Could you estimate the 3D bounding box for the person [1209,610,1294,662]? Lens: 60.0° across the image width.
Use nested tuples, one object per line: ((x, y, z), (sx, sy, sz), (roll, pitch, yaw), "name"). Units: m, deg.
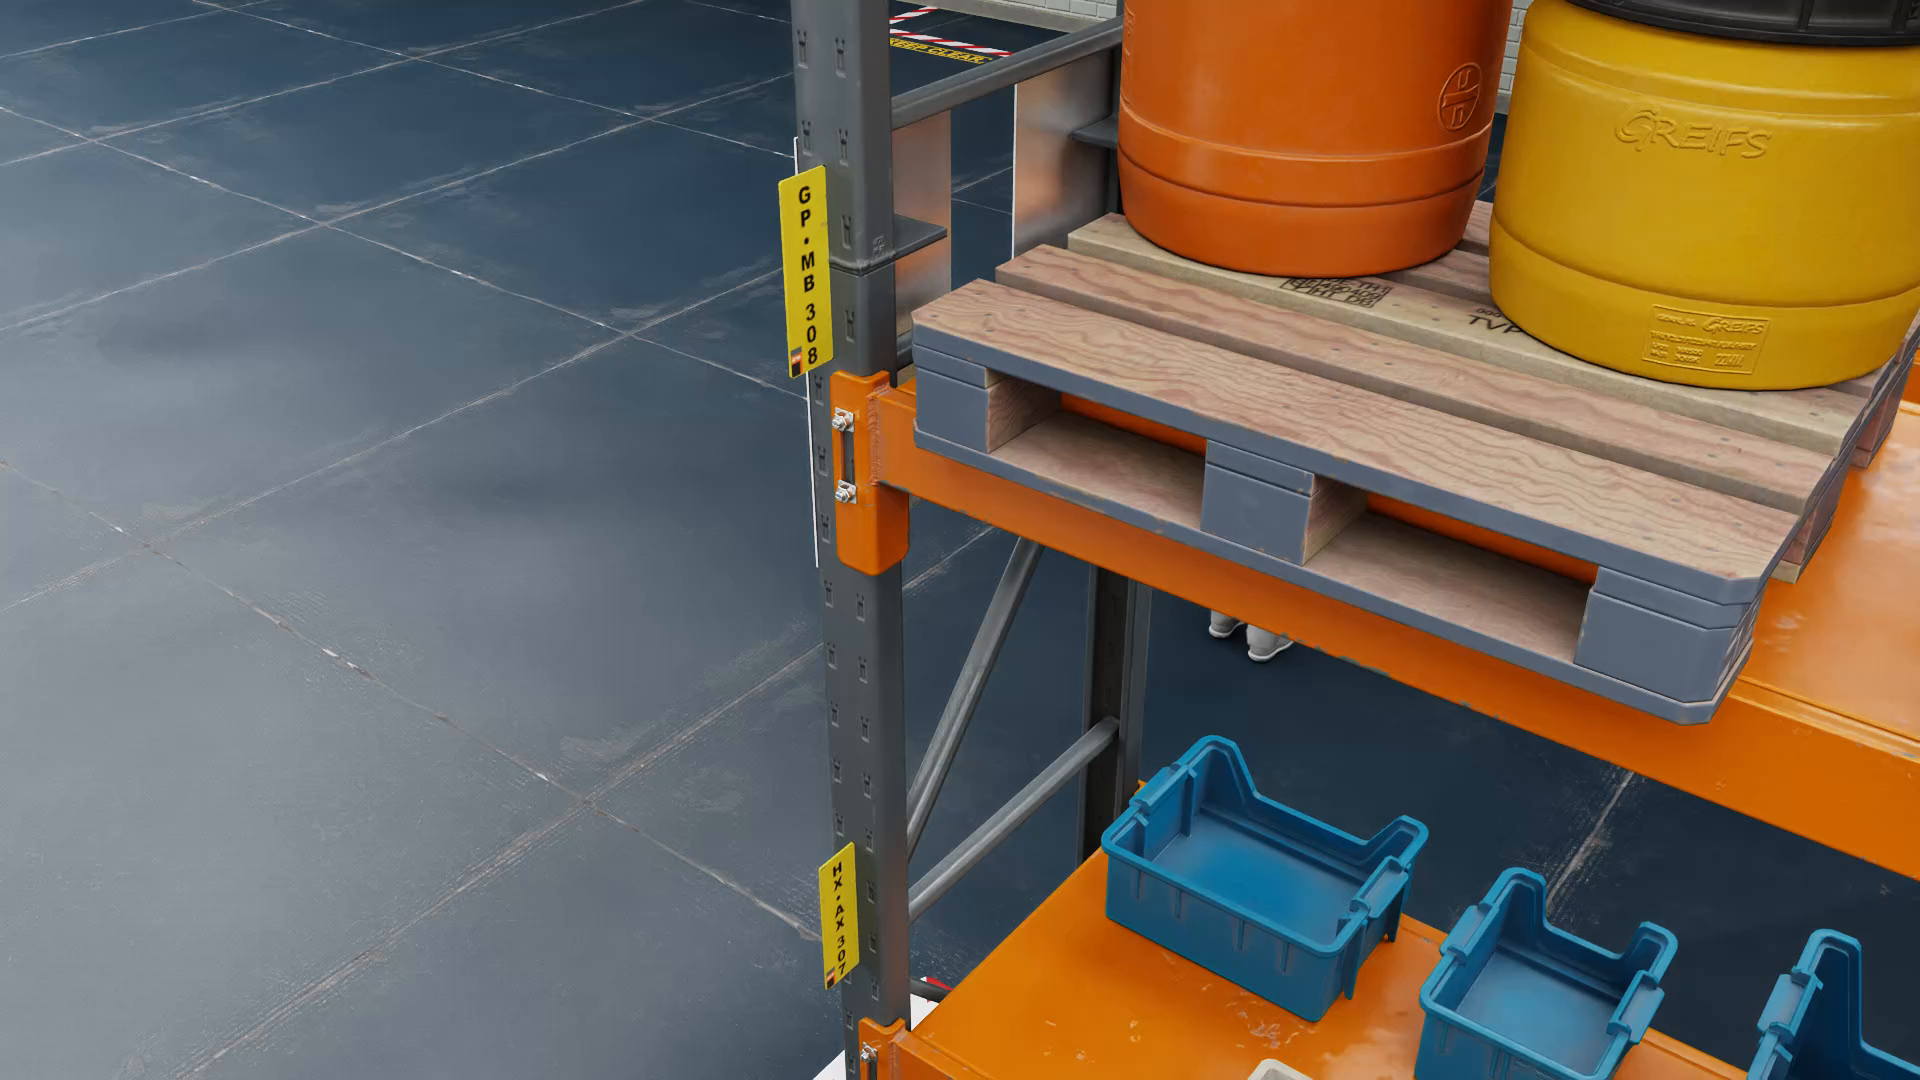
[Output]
((1.228, -0.325, 6.646), (0.450, 1.688, 0.540), (22, 37, 32), "person")
